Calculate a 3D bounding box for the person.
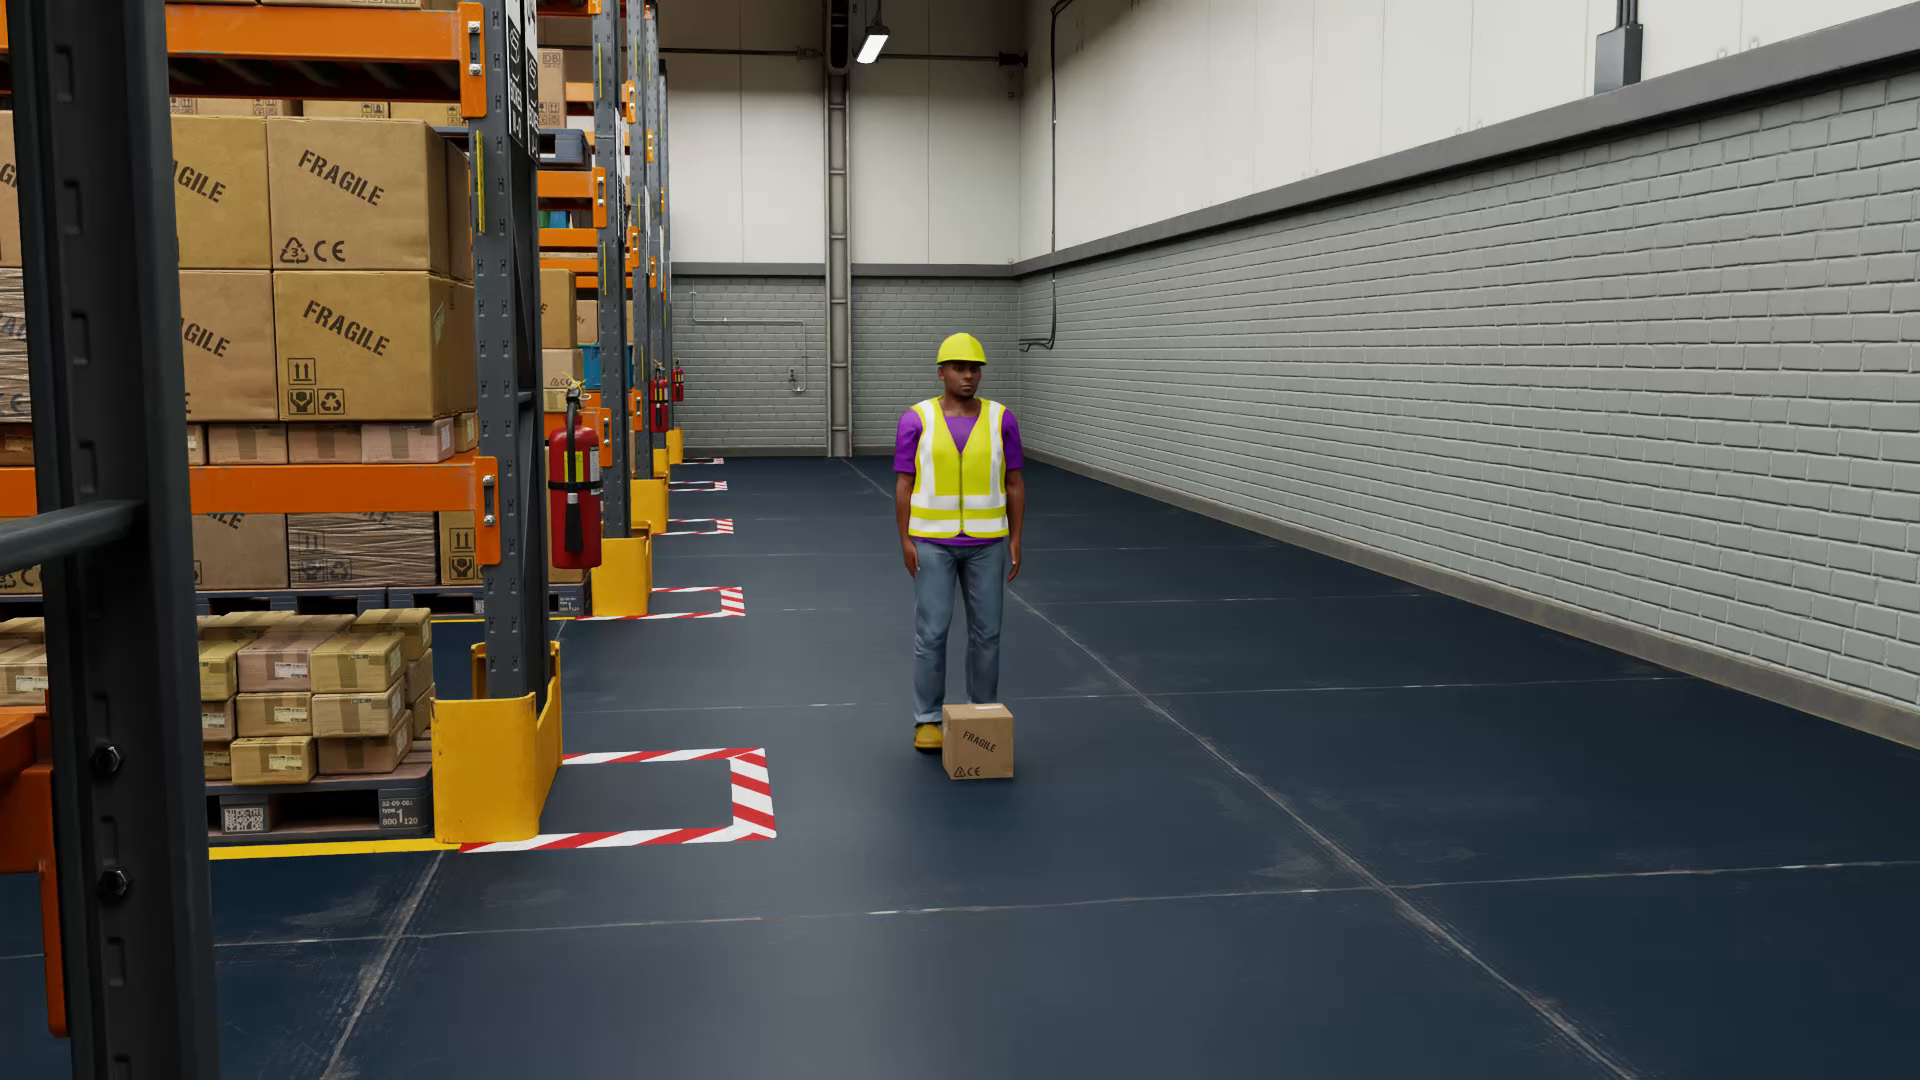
[{"bbox_3d":[0.004,0.033,7.084,0.562,1.748,0.365,-1,6,-7],"label":"person"}]
